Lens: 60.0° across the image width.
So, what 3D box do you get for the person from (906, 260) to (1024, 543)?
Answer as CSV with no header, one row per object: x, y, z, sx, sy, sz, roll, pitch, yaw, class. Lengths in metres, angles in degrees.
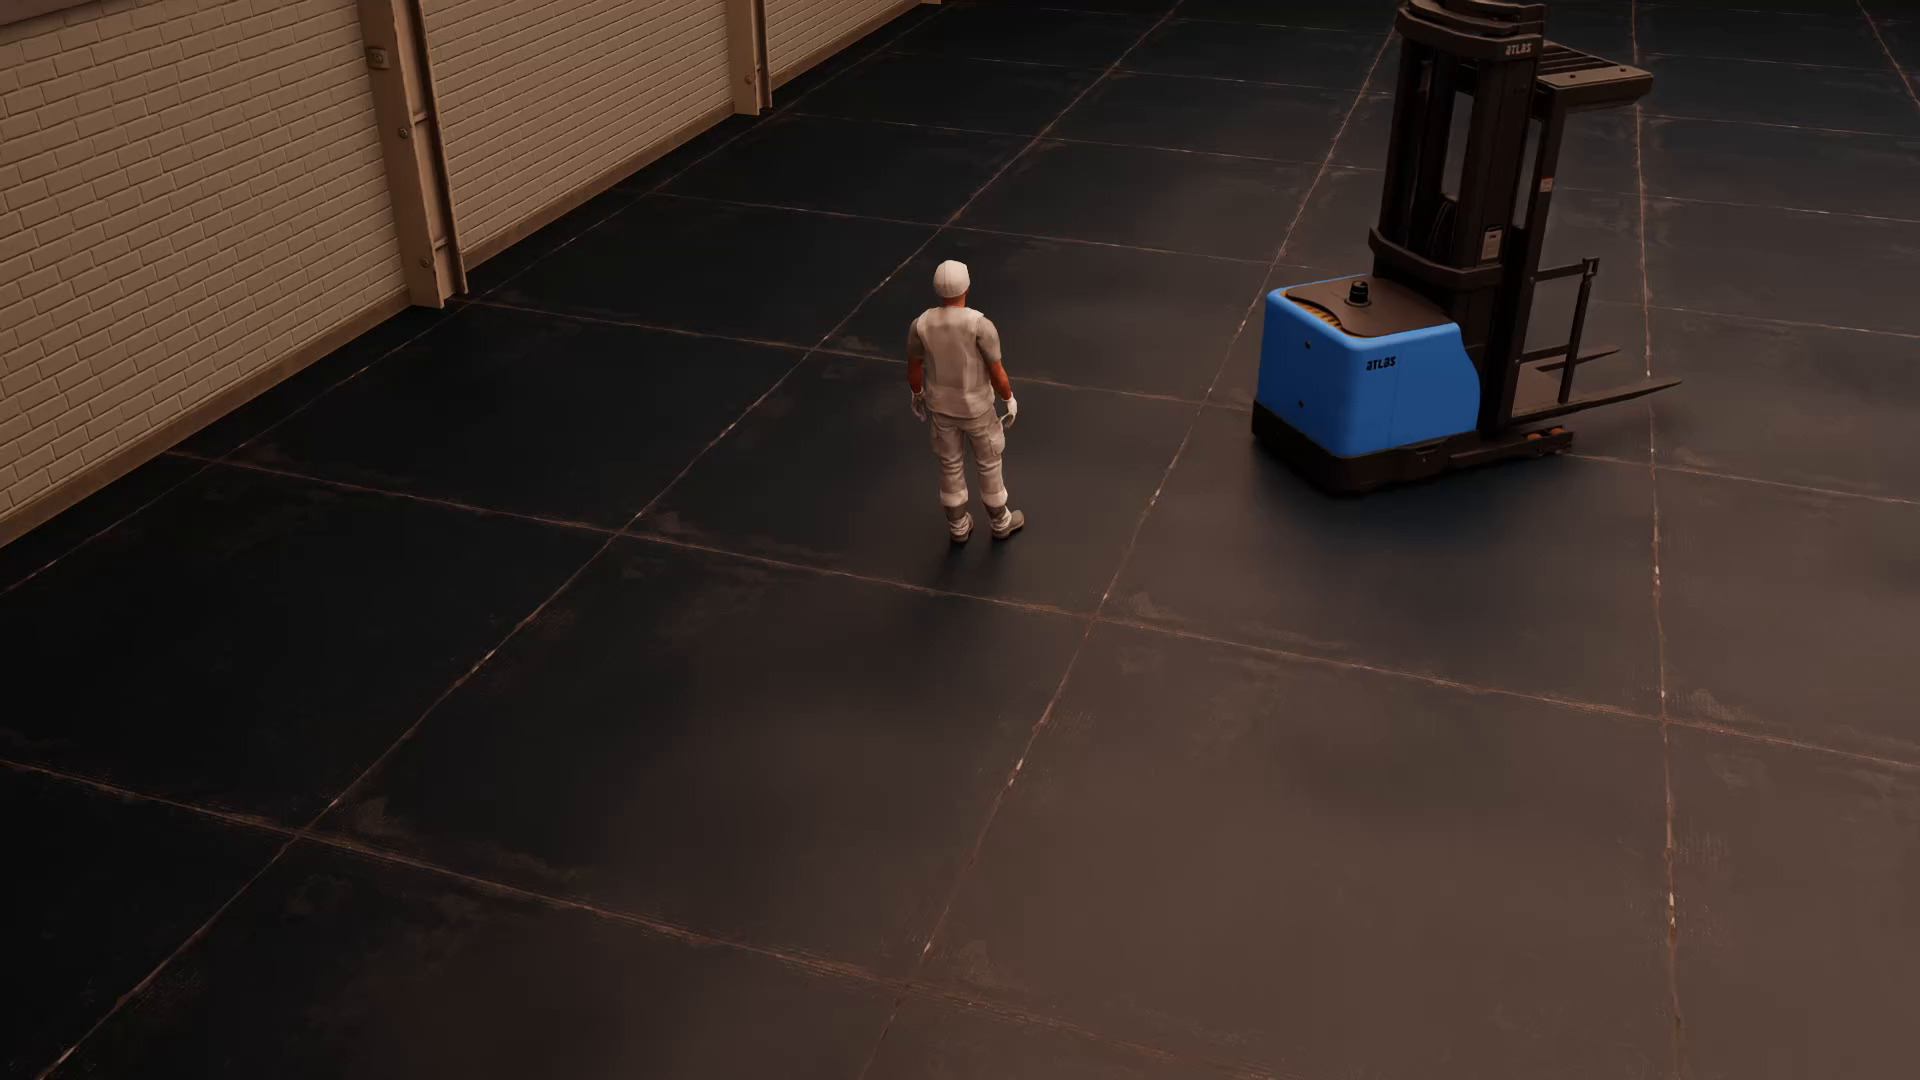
0.036,-0.819,9.713,0.638,1.789,0.562,10,31,16,person

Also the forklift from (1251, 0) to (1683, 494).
3.531,-2.040,10.714,3.031,2.935,1.130,-12,32,-21,forklift
